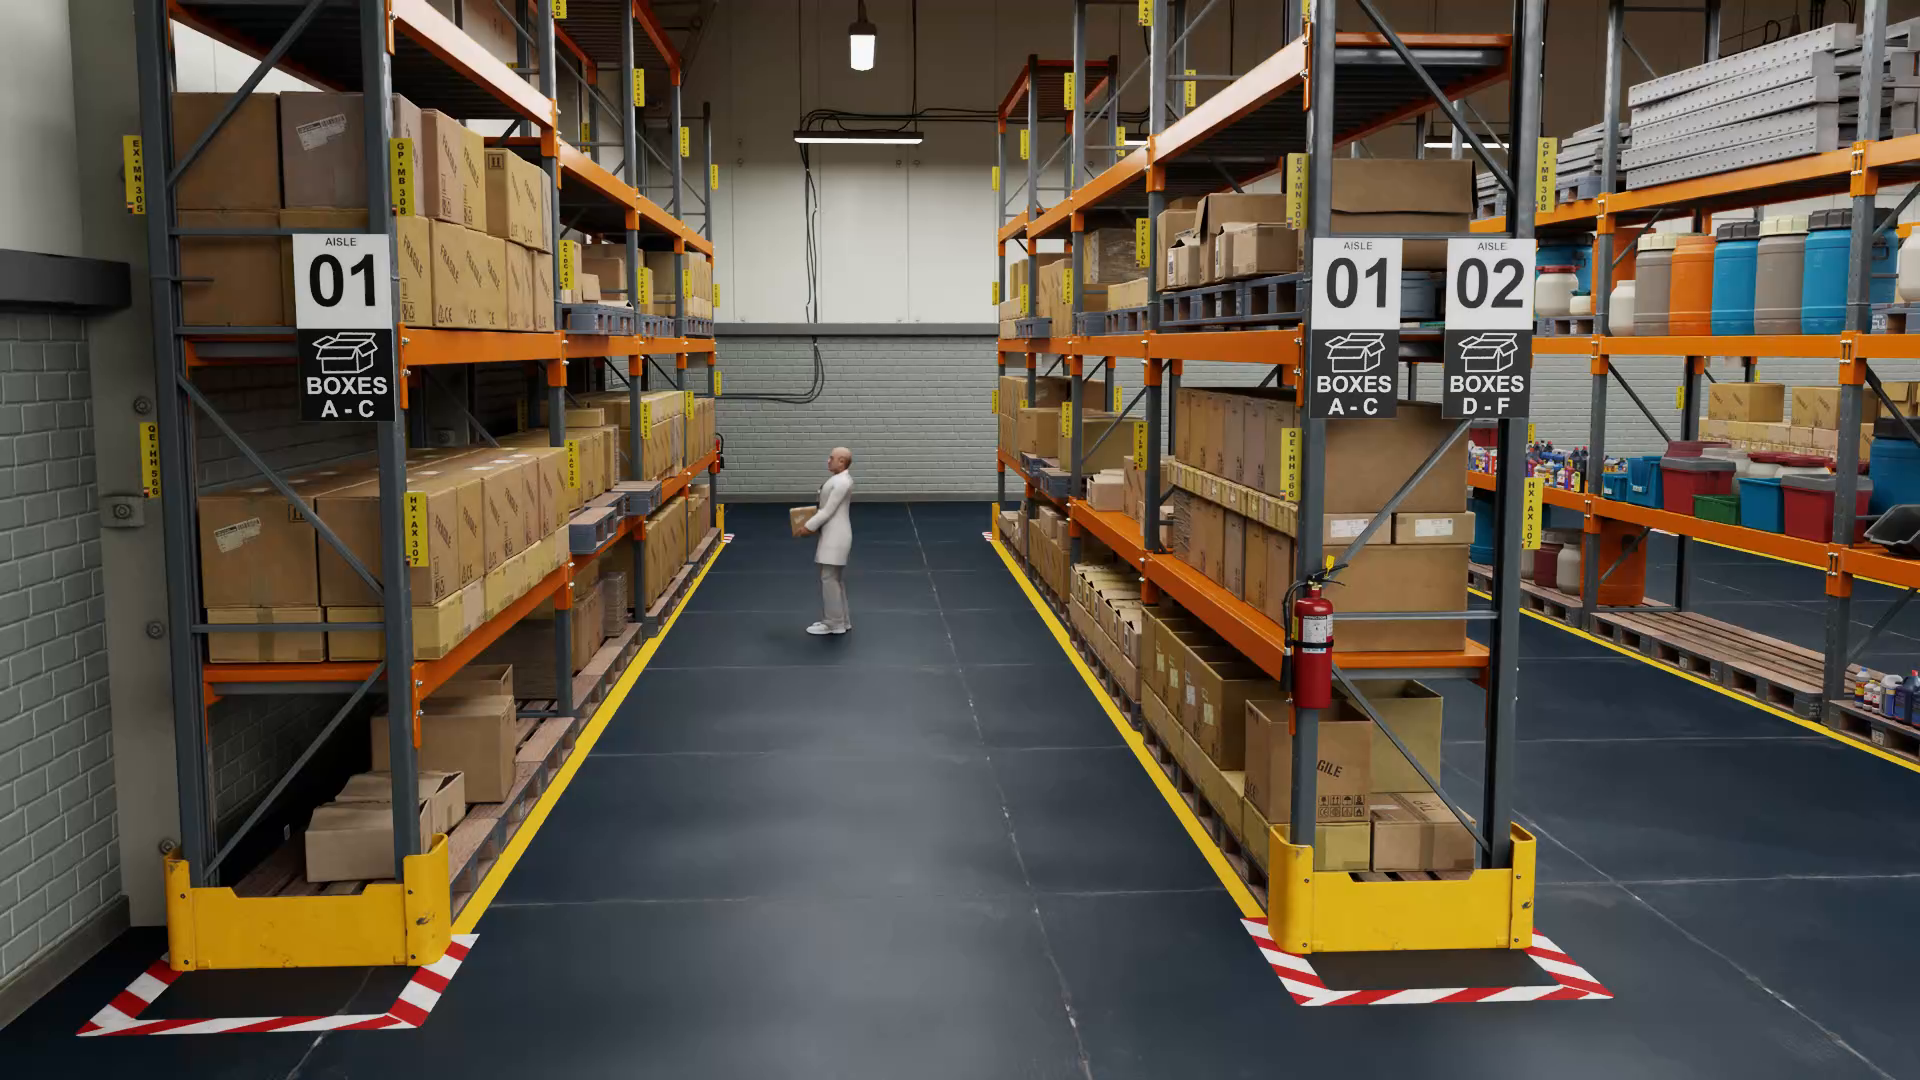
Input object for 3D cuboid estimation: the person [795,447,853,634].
[{"bbox_3d":[-1.287,0.002,15.810,0.552,1.772,0.529,0,7,-3],"label":"person"}]
